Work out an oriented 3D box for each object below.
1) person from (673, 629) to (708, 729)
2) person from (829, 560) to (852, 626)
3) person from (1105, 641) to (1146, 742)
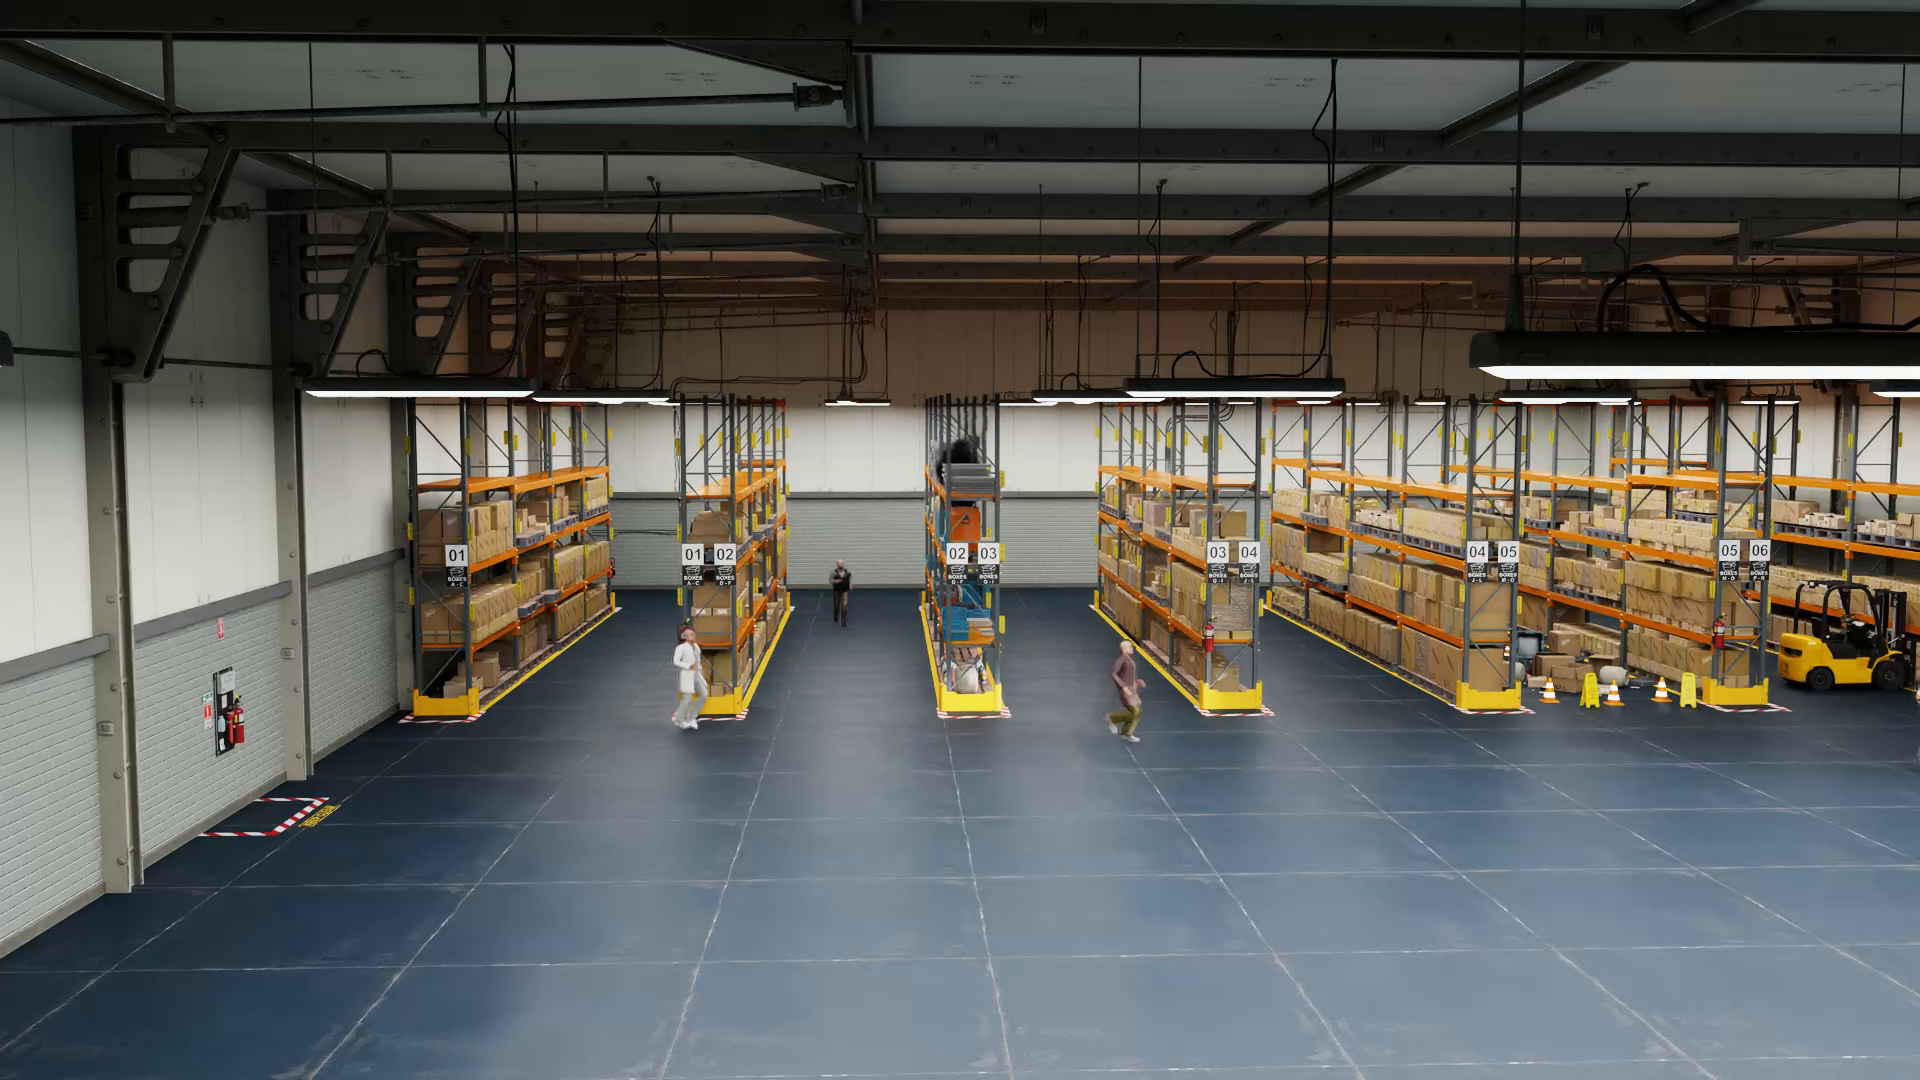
[{"bbox_3d":[-4.803,2.492,29.812,0.630,1.775,0.726,3,6,37],"label":"person"},{"bbox_3d":[-3.147,1.372,43.824,0.652,1.717,0.969,-1,5,-14],"label":"person"},{"bbox_3d":[2.851,2.604,28.646,0.640,1.737,0.709,2,5,26],"label":"person"}]
